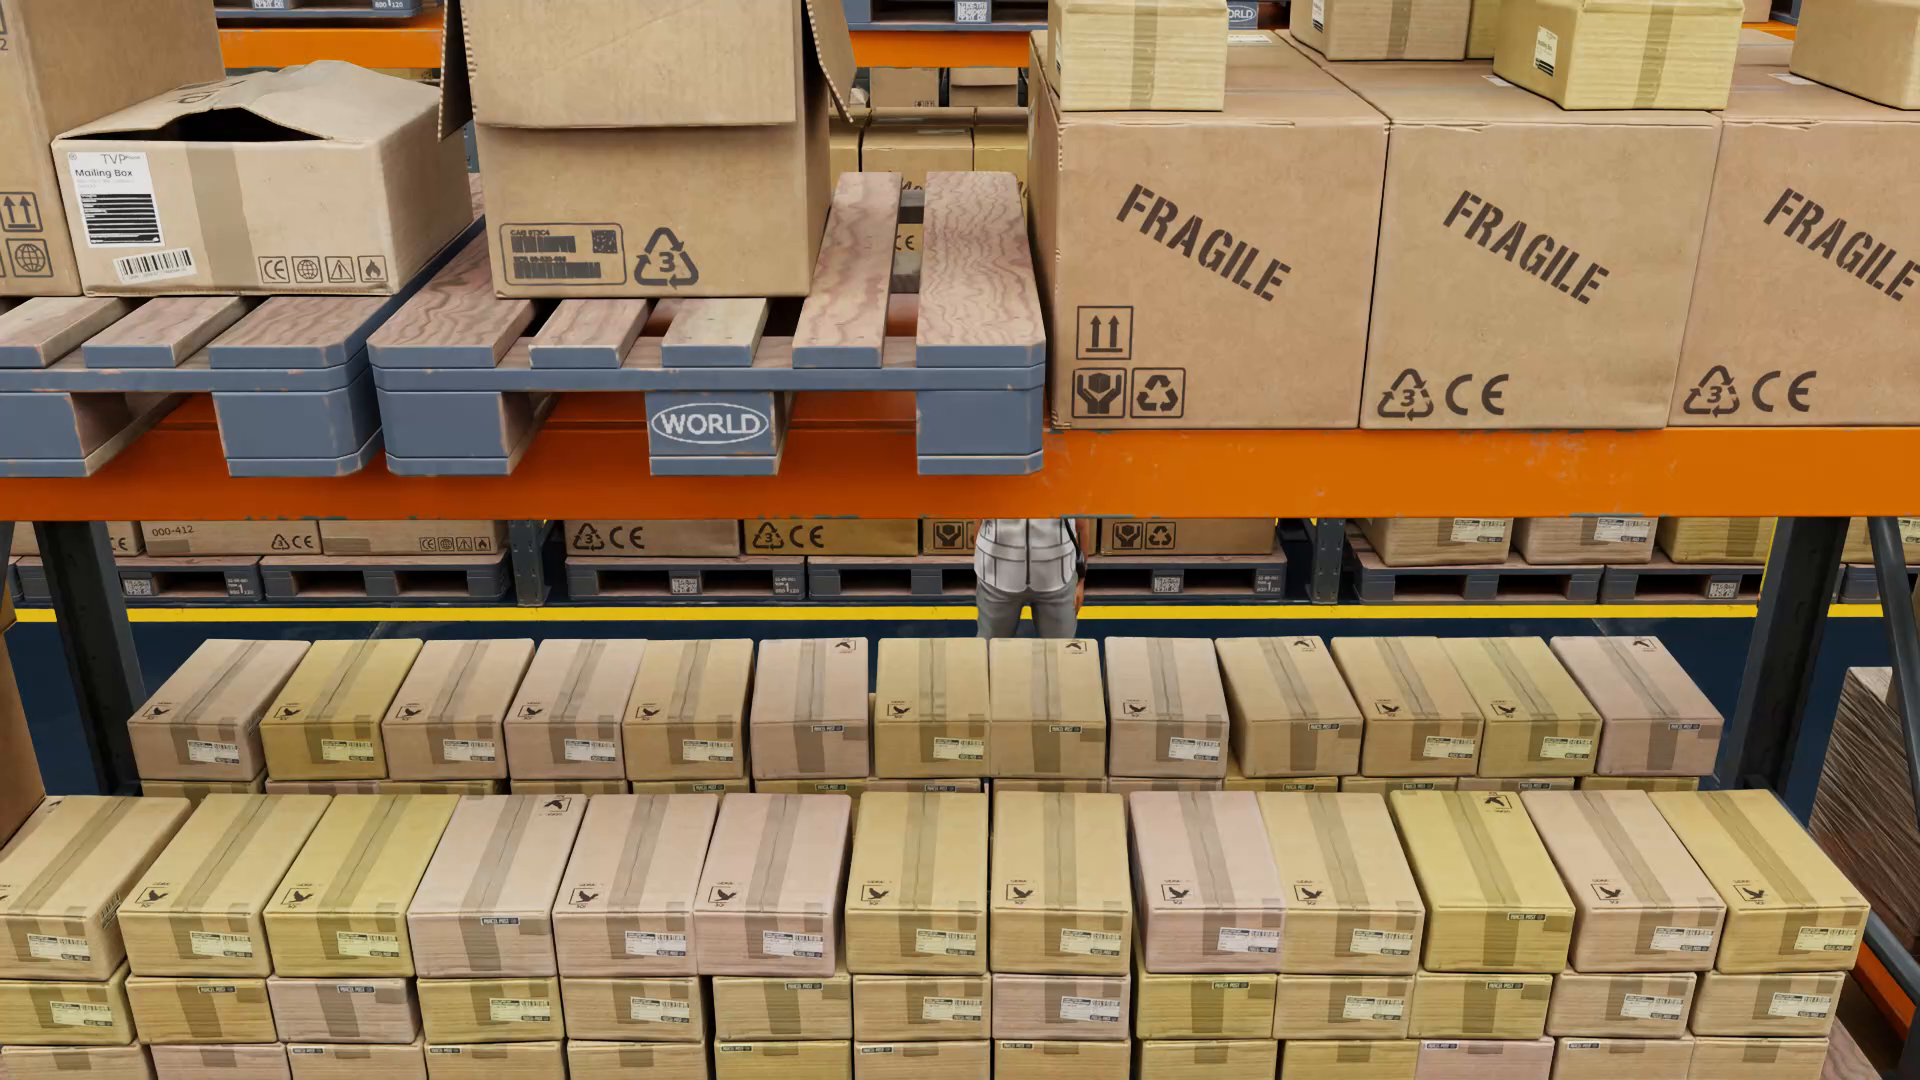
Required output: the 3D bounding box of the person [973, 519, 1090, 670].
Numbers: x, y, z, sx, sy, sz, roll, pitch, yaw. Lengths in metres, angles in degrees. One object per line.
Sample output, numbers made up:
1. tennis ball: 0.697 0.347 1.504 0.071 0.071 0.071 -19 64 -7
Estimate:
1. person: 0.287 0.183 6.745 0.467 1.695 0.386 0 24 1
